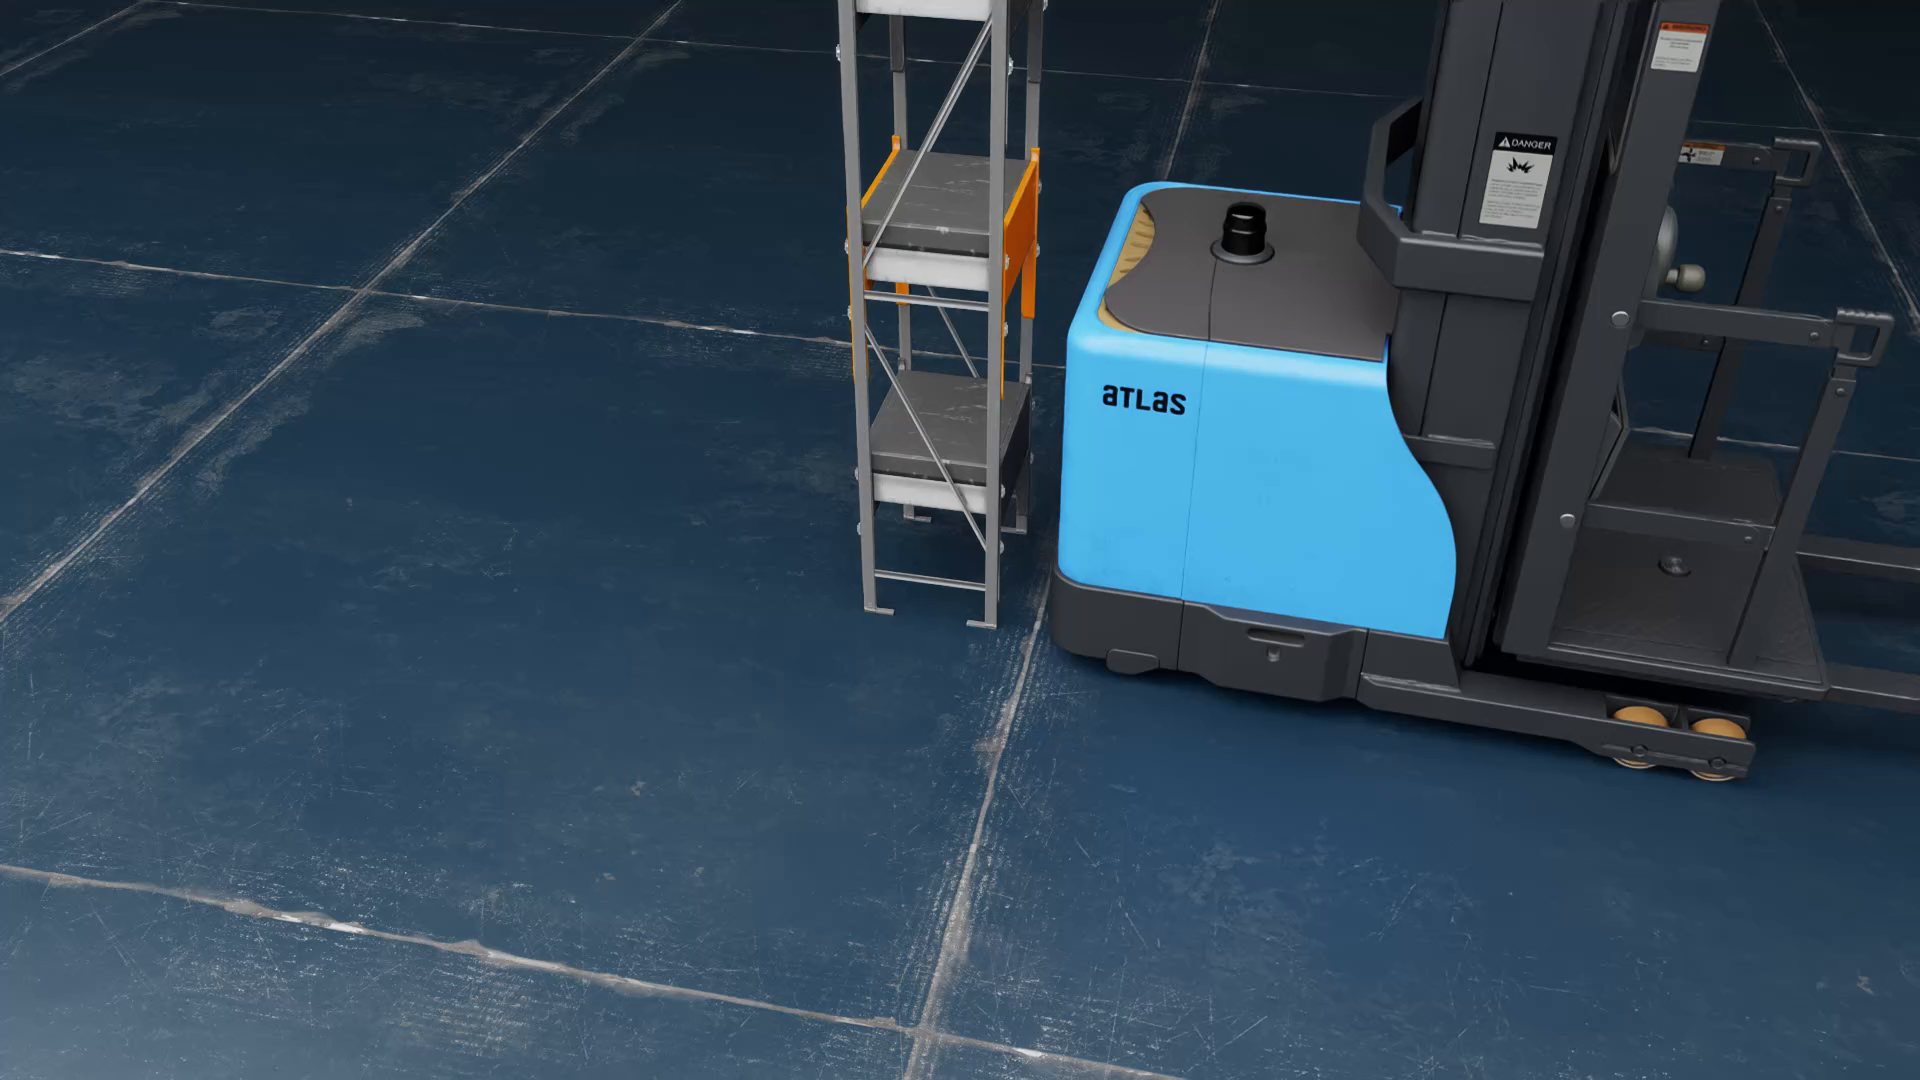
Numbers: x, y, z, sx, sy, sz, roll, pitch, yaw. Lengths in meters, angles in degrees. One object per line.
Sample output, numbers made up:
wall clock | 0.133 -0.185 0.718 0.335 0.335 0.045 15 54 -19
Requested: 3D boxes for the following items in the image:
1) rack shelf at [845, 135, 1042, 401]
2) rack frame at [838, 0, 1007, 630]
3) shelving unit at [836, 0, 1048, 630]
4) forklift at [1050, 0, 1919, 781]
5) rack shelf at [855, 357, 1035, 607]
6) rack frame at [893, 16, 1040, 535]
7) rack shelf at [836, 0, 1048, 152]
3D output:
rack shelf | -0.035 -0.744 4.511 0.431 0.518 0.480 7 37 10
rack frame | -0.087 -0.615 4.310 0.400 2.100 0.015 7 37 10
shelving unit | -0.035 -0.755 4.503 0.431 2.100 0.503 7 37 10
forklift | 1.833 -0.899 3.992 3.031 2.935 1.130 8 37 12
rack shelf | -0.035 -0.177 4.922 0.431 0.518 0.480 7 37 10
rack frame | 0.017 -0.895 4.696 0.400 2.100 0.015 7 37 10
rack shelf | -0.035 -1.311 4.100 0.431 0.518 0.480 7 37 10
